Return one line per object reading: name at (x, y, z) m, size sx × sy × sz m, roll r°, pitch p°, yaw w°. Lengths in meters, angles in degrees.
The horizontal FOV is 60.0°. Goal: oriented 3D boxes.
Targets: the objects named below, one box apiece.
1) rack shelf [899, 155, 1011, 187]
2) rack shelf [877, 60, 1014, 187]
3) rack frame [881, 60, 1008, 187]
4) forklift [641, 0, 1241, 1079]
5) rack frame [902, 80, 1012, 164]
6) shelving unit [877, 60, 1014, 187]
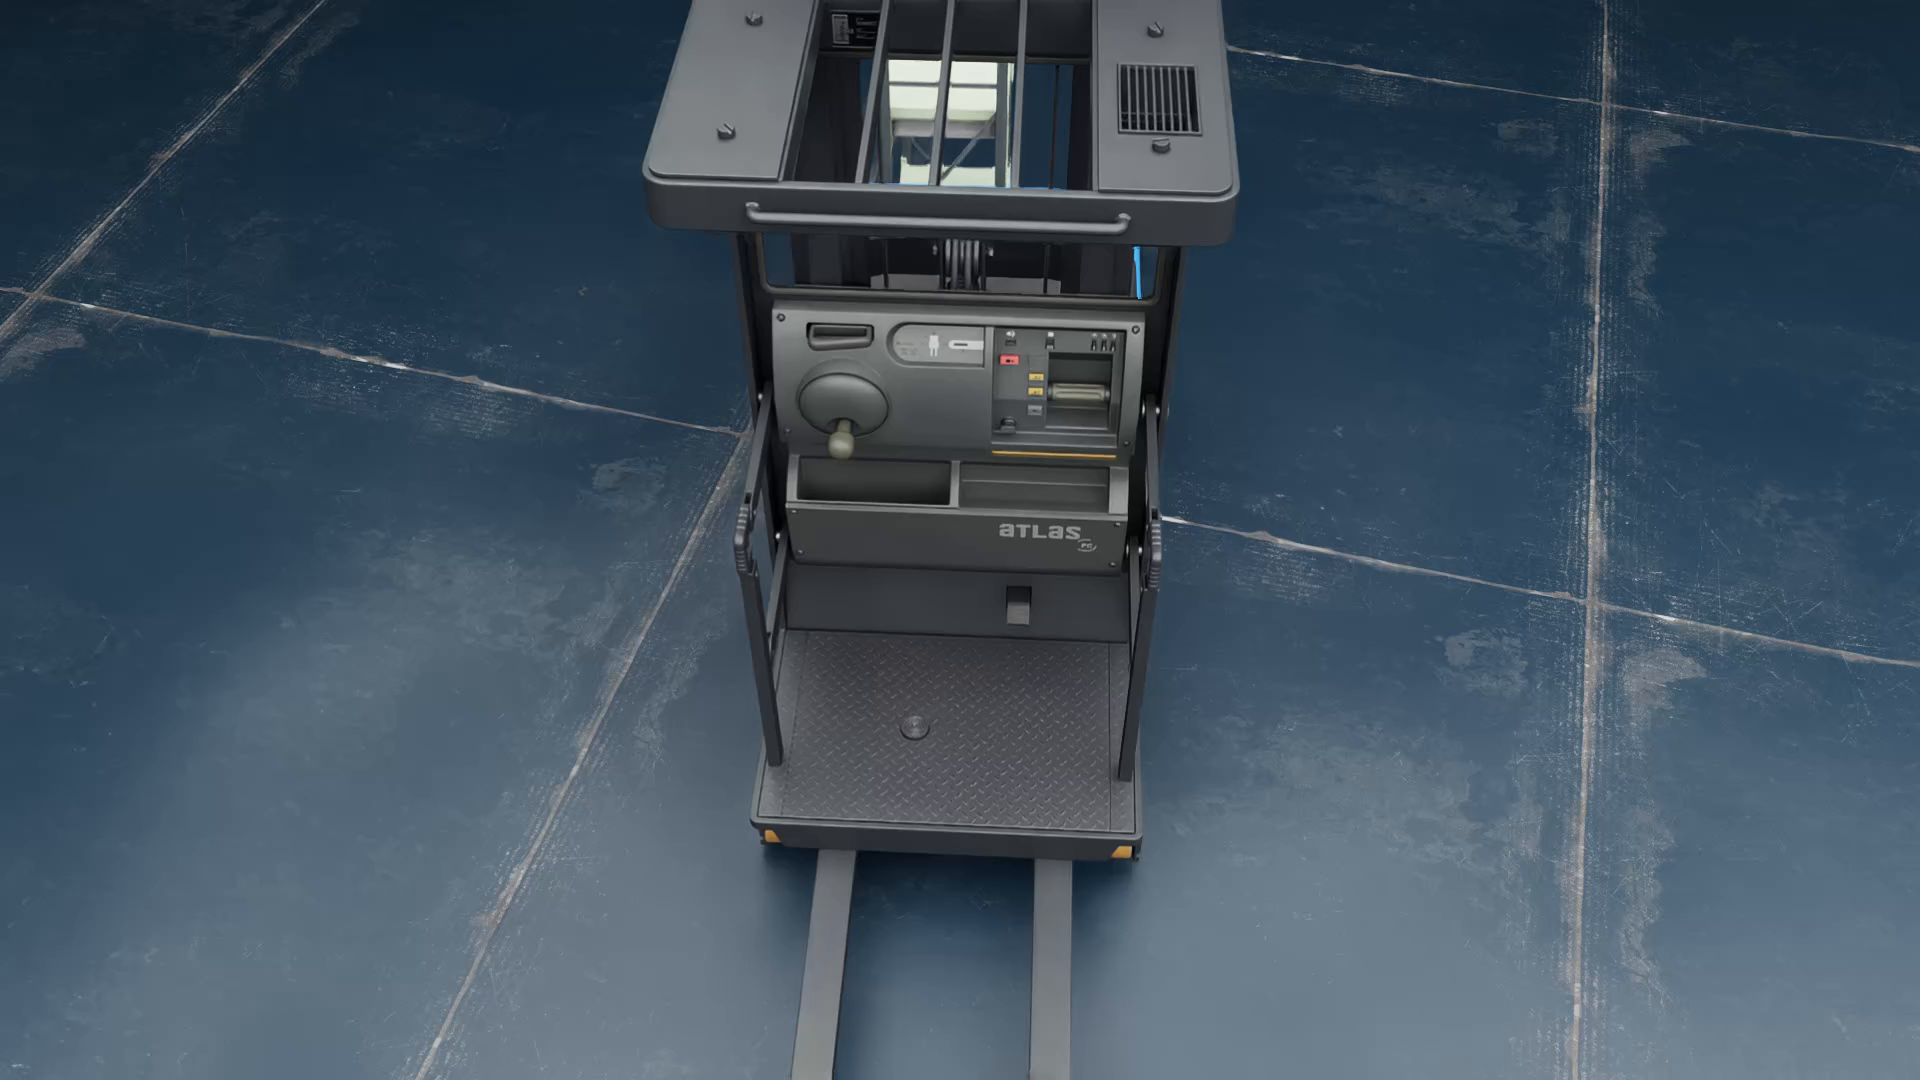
rack shelf at (-0.033, -1.038, 6.100) m, size 0.431 × 0.370 × 0.720 m, roll 2°, pitch 49°, yaw 2°
rack shelf at (-0.033, -1.512, 5.563) m, size 0.431 × 0.370 × 0.720 m, roll 2°, pitch 49°, yaw 2°
rack frame at (-0.052, -0.979, 5.614) m, size 0.400 × 1.500 × 0.023 m, roll 2°, pitch 49°, yaw 2°
forklift at (-0.016, -0.291, 4.052) m, size 1.130 × 2.935 × 3.031 m, roll 2°, pitch 49°, yaw 2°
rack frame at (-0.014, -1.527, 6.098) m, size 0.400 × 1.500 × 0.023 m, roll 2°, pitch 49°, yaw 2°
shelving unit at (-0.033, -1.253, 5.856) m, size 0.431 × 1.500 × 0.755 m, roll 2°, pitch 49°, yaw 2°
